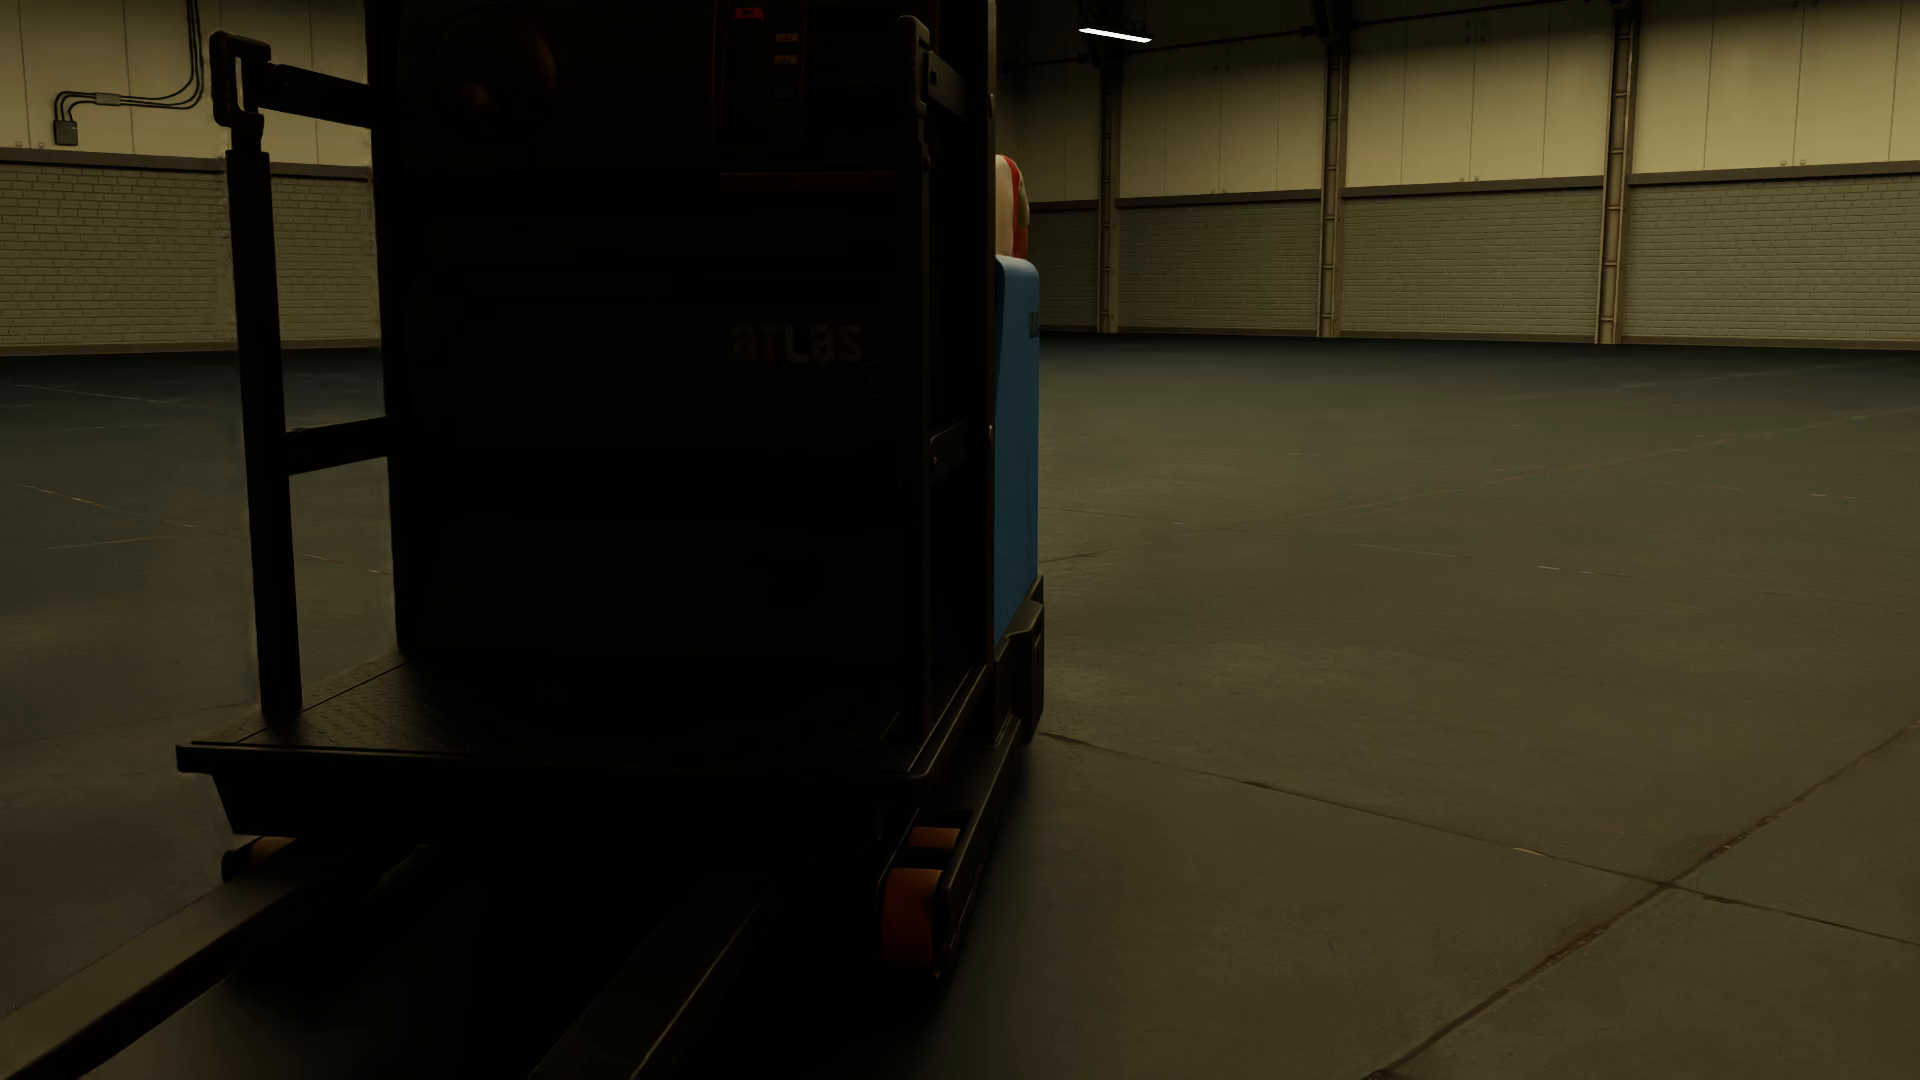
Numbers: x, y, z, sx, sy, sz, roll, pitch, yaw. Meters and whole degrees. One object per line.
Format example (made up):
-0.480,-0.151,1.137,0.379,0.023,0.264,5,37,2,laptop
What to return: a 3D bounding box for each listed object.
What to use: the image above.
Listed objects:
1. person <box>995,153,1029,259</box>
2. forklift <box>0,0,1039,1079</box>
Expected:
0.001,-0.896,6.598,0.424,1.687,0.638,8,12,43,person
-0.522,-0.860,2.586,1.121,2.935,3.031,1,9,8,forklift
